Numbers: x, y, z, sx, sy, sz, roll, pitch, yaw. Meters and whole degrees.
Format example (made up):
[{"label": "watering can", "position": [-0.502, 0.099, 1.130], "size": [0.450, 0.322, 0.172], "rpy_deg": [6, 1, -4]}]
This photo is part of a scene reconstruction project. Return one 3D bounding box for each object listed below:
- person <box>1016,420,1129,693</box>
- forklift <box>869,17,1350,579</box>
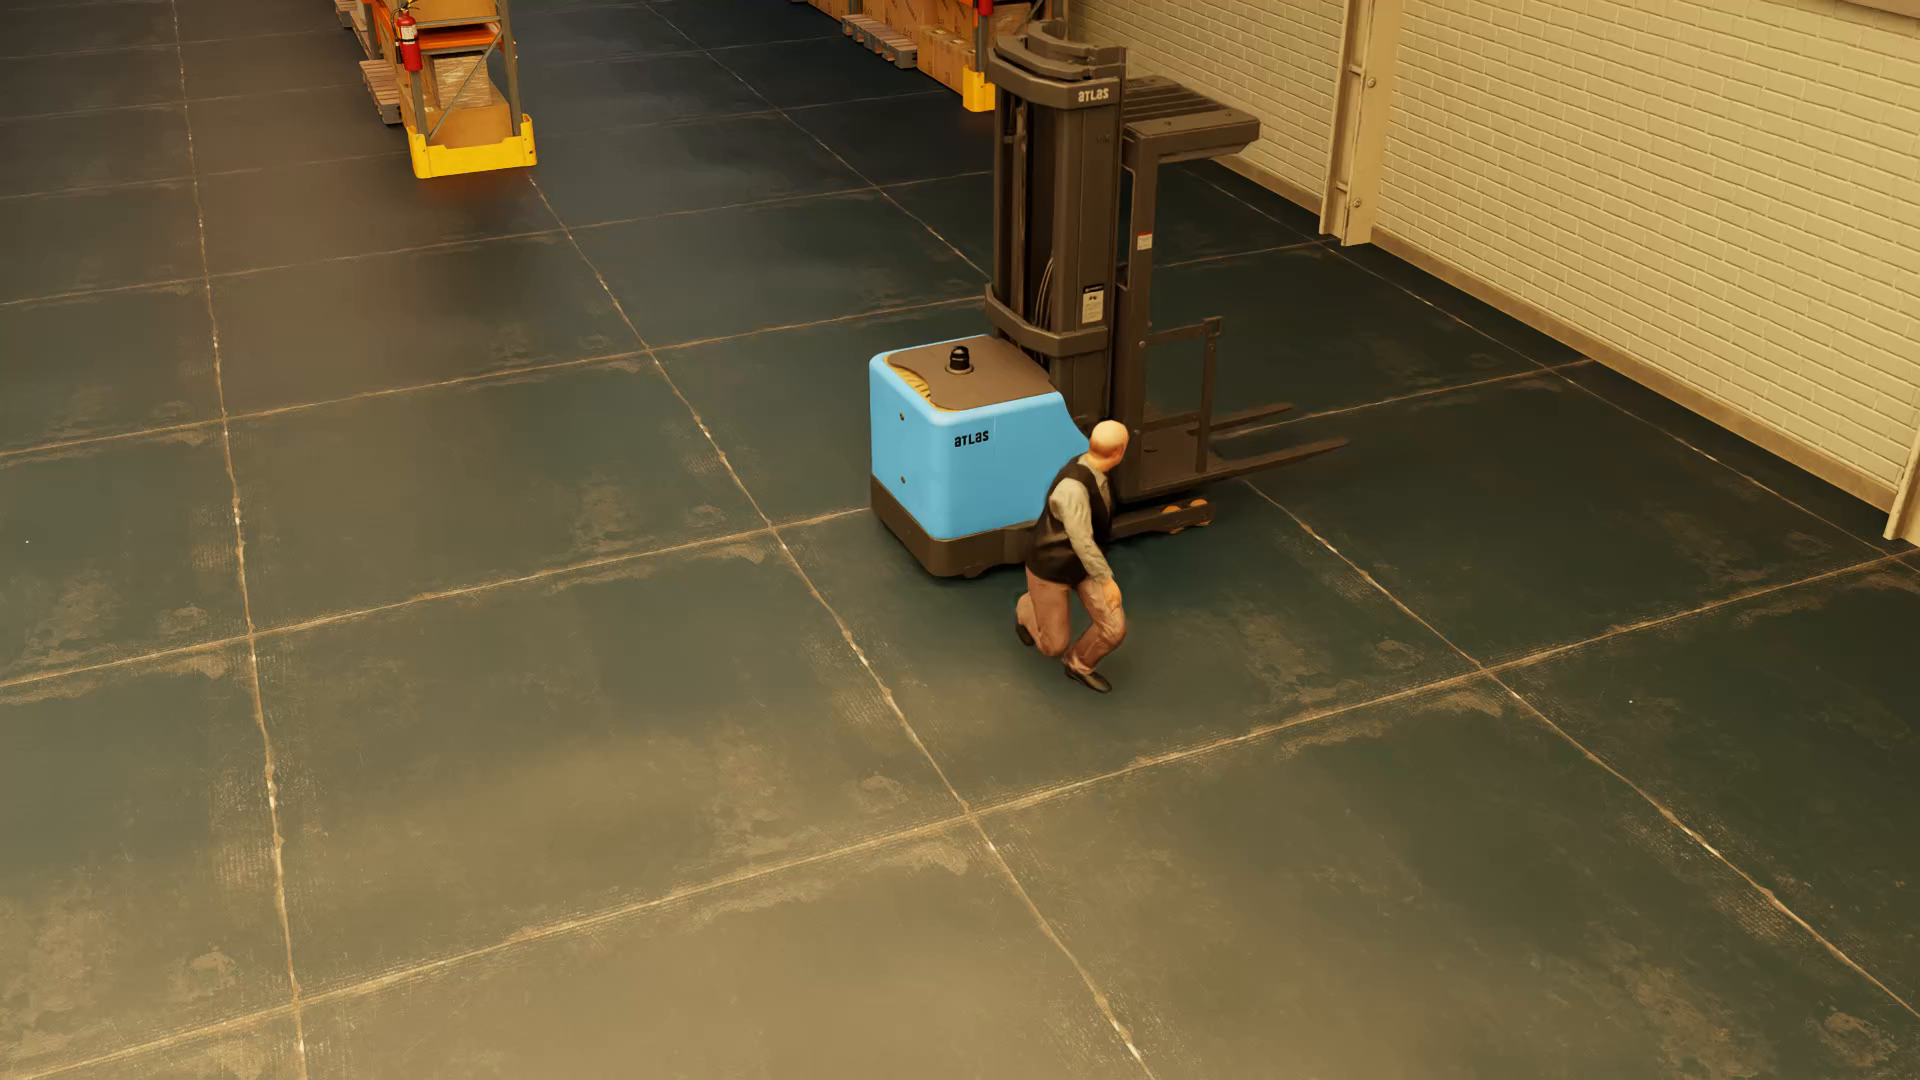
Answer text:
[{"label": "person", "position": [0.611, 0.052, 8.513], "size": [0.627, 1.503, 0.806], "rpy_deg": [-25, 38, -36]}, {"label": "forklift", "position": [1.007, -1.537, 9.807], "size": [3.031, 2.935, 1.130], "rpy_deg": [-13, 32, -22]}]
